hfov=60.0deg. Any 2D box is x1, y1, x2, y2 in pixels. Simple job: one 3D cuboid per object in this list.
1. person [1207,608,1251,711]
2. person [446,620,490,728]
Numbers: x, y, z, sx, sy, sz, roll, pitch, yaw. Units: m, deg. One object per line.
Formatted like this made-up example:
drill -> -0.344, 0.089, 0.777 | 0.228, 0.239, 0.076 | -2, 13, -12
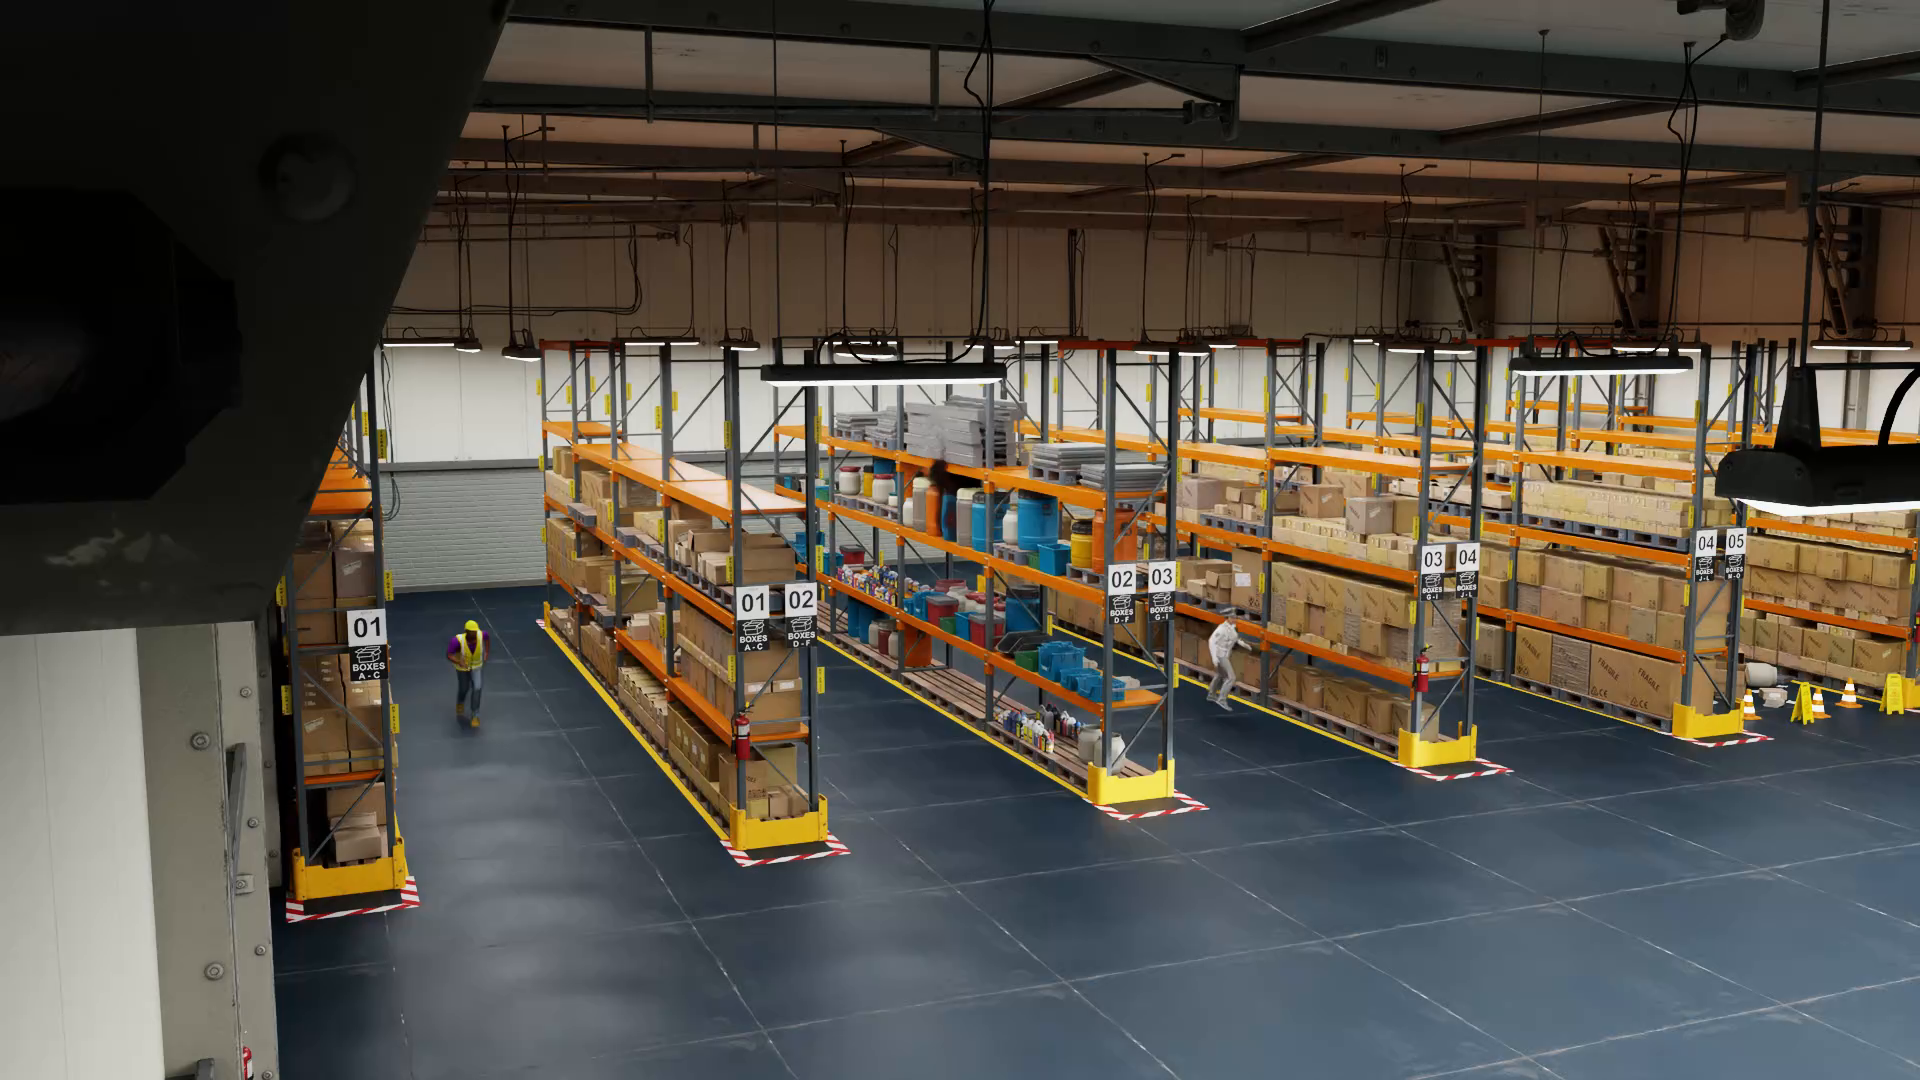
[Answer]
person -> 4.220, 1.871, 26.312 | 0.751, 1.660, 0.628 | 3, 8, 25
person -> -7.853, 2.075, 26.502 | 0.734, 1.715, 1.048 | -5, 9, -33
